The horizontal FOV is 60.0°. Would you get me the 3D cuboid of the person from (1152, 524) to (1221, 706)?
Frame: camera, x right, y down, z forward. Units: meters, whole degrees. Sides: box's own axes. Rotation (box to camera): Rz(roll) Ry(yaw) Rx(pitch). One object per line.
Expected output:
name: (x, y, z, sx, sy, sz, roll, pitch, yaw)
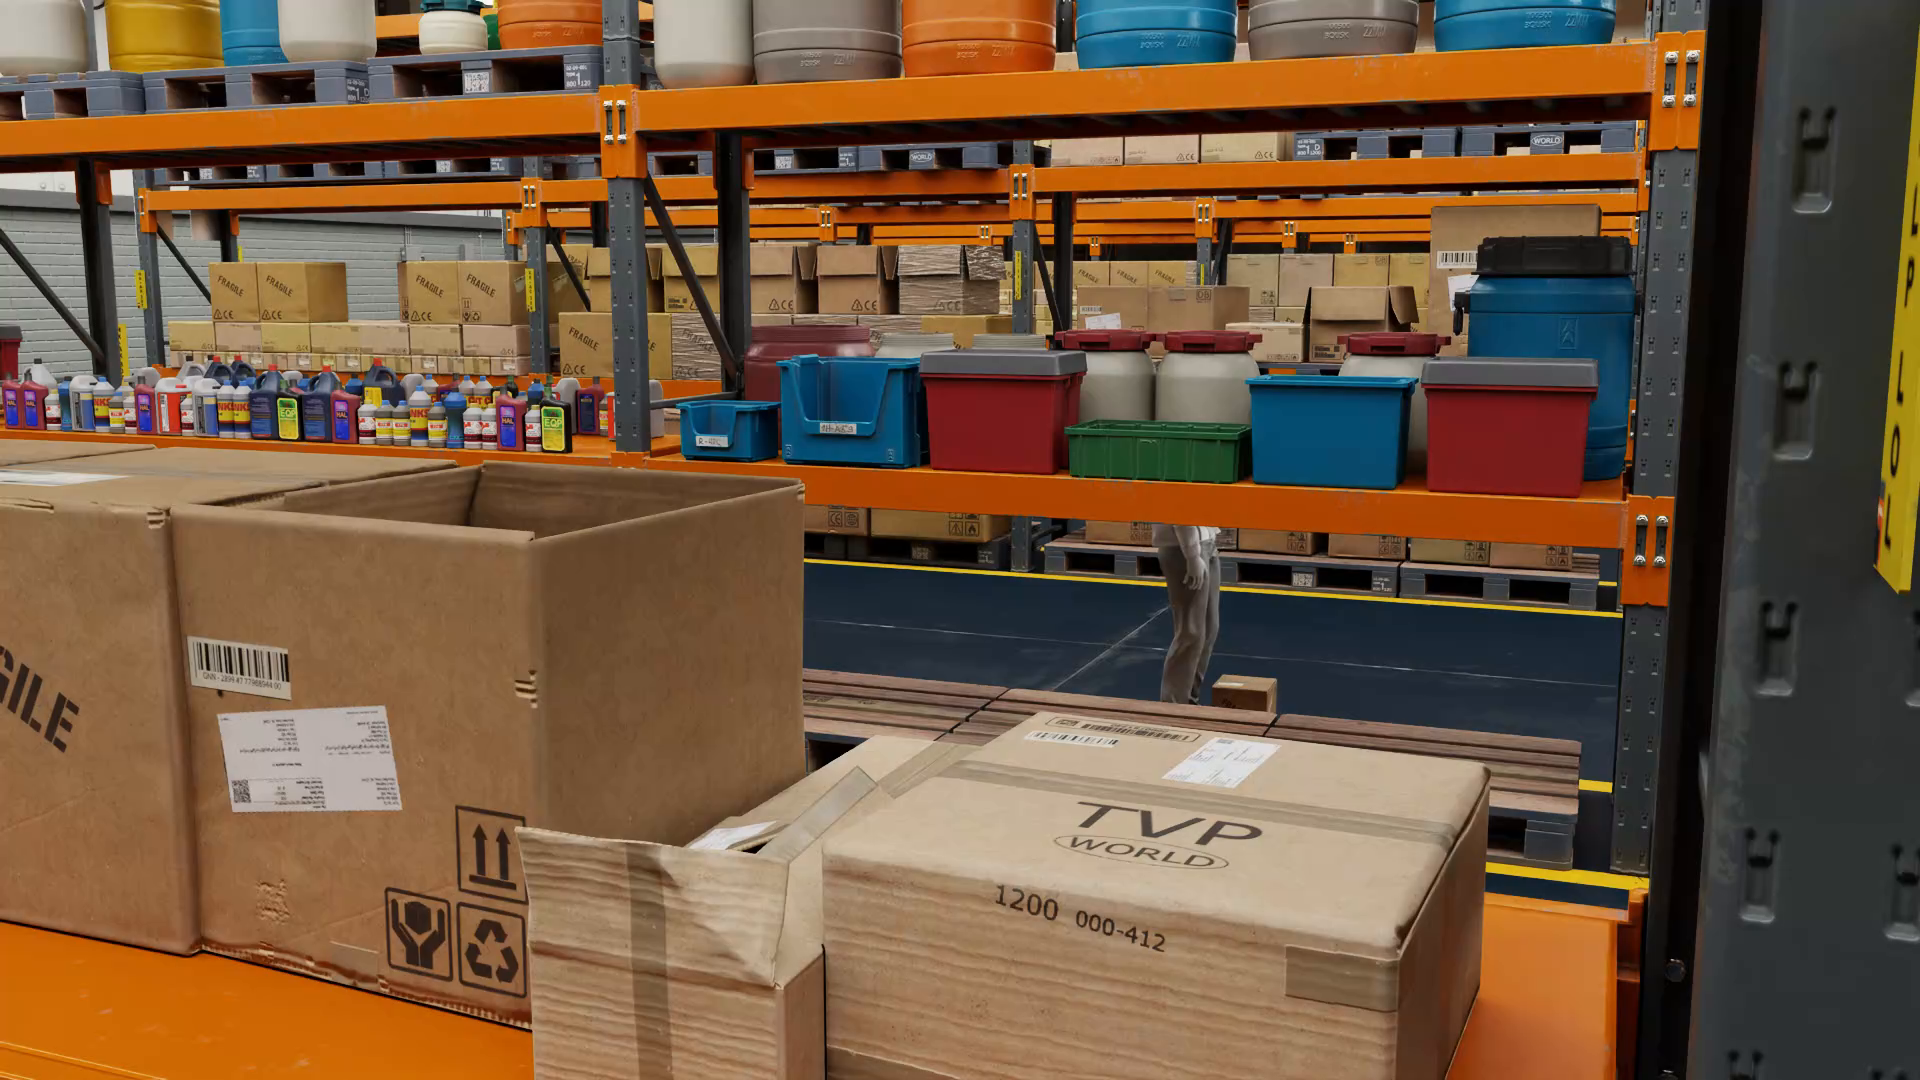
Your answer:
person: (1.059, 0.053, 7.489, 0.370, 1.667, 0.547, 3, 9, 18)
